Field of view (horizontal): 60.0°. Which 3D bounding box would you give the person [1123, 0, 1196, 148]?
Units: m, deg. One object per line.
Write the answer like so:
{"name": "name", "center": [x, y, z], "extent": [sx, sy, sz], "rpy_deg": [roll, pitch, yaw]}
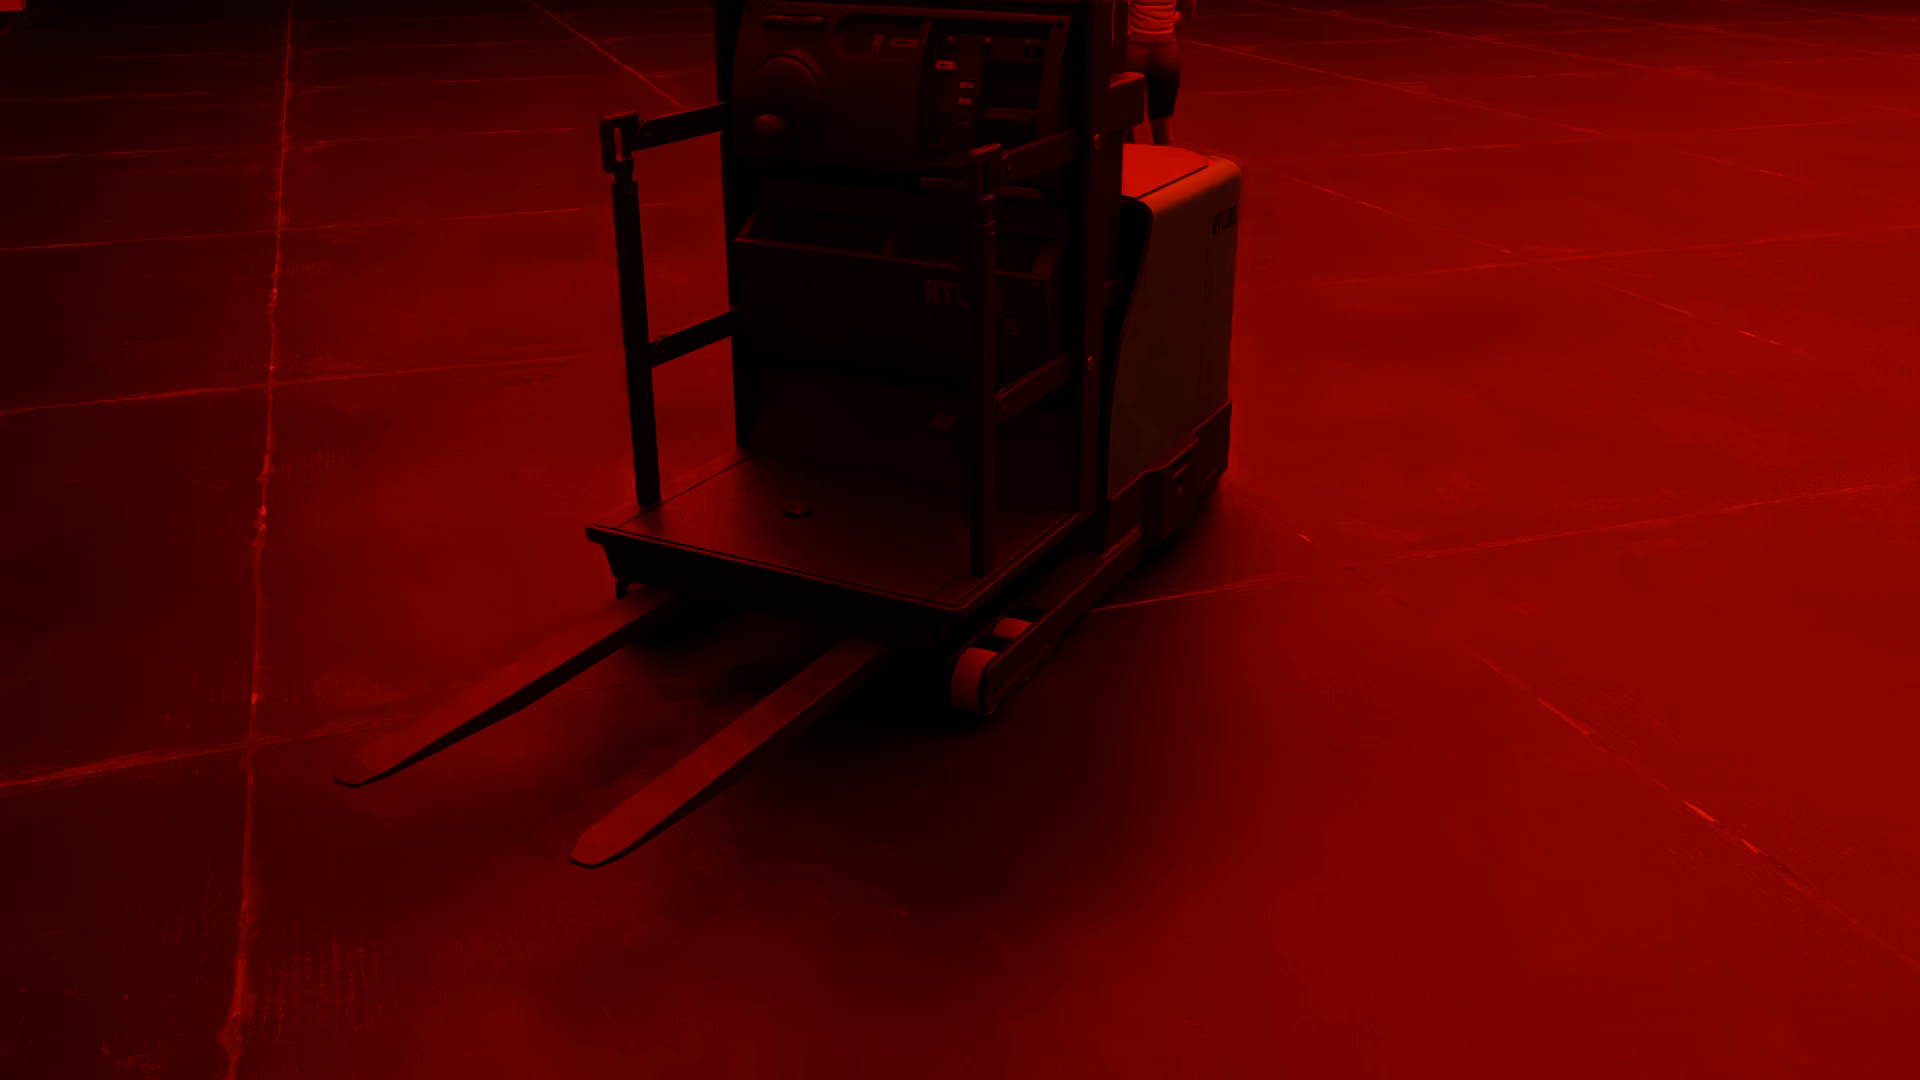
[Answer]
{"name": "person", "center": [1.011, -2.720, 9.510], "extent": [0.667, 1.590, 0.530], "rpy_deg": [-4, 23, -10]}

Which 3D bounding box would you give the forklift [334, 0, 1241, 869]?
{"name": "forklift", "center": [-0.261, -1.120, 3.962], "extent": [1.130, 2.935, 3.031], "rpy_deg": [12, 25, 26]}
